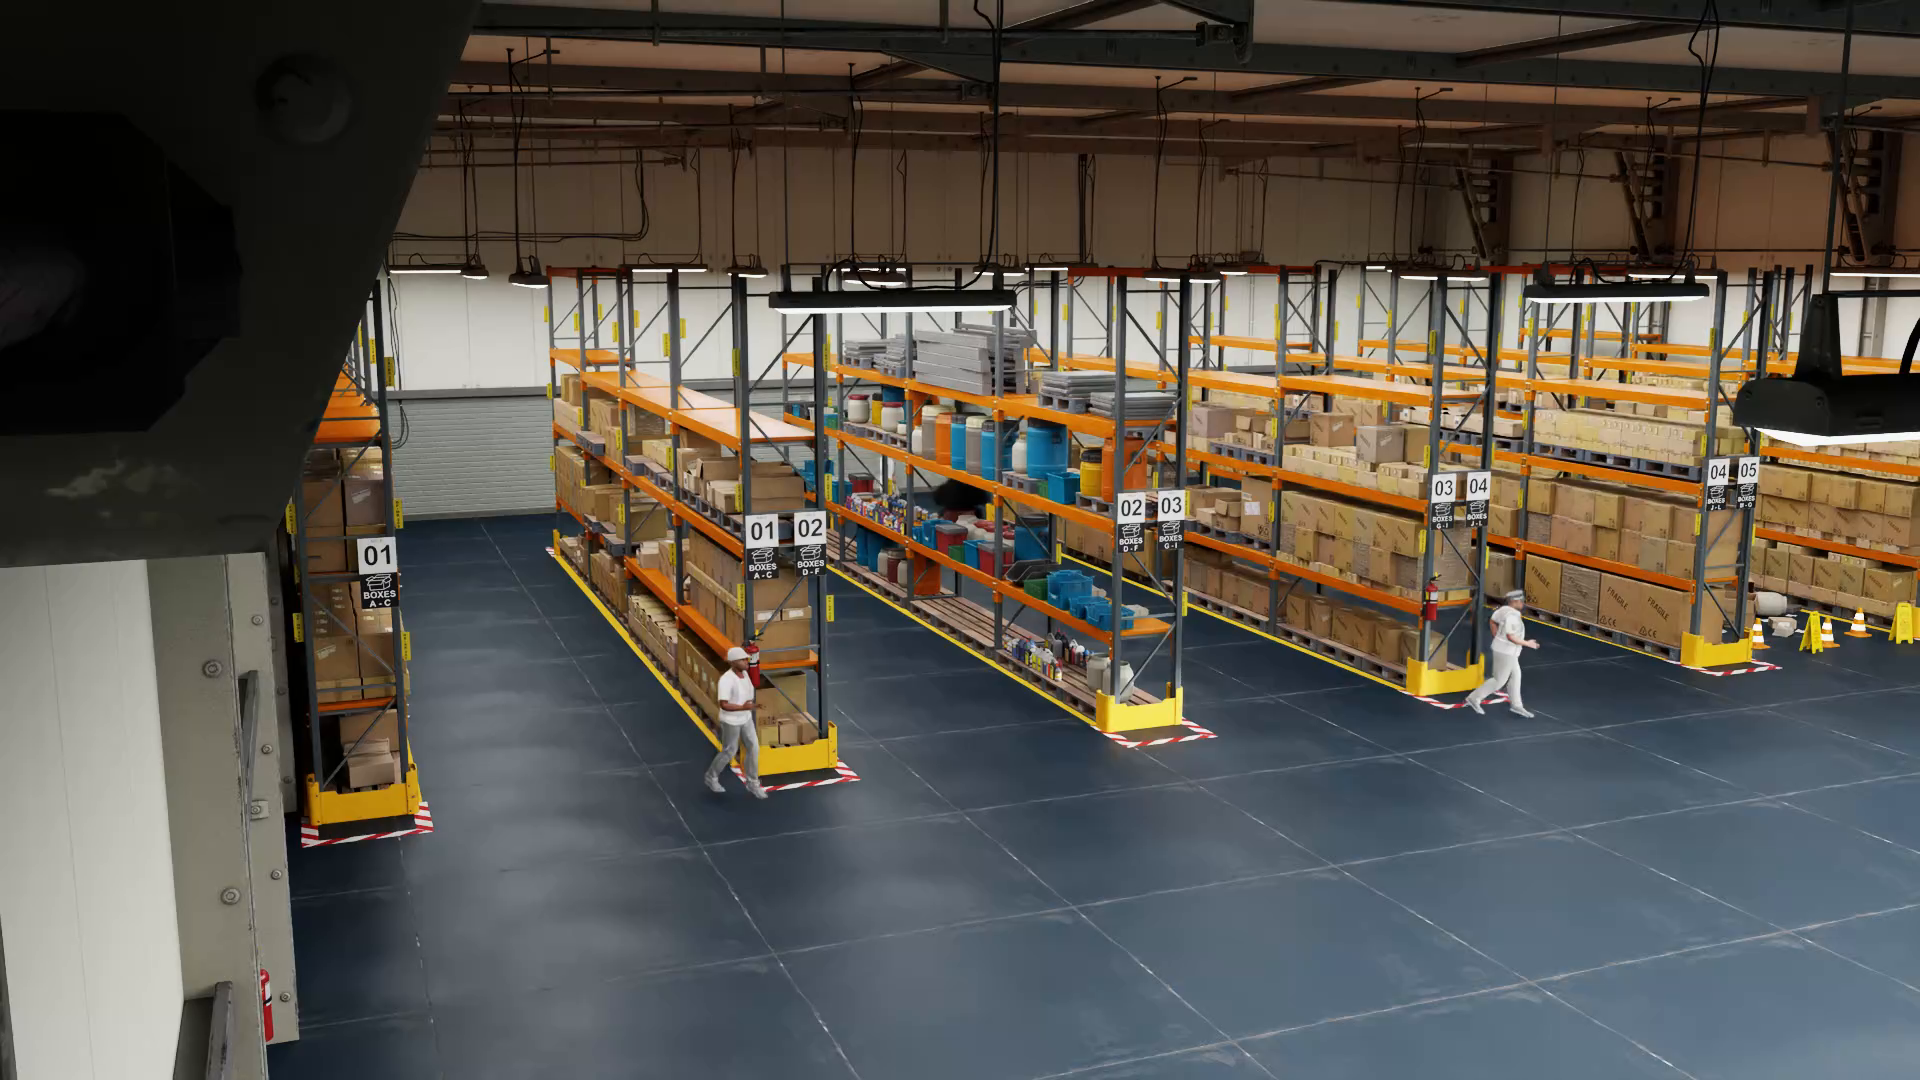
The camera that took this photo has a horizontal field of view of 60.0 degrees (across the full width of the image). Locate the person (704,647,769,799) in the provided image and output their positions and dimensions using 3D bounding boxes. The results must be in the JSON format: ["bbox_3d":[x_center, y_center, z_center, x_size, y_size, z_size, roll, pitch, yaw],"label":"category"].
[{"bbox_3d":[-2.623,2.133,19.361,0.782,1.830,0.714,4,11,23],"label":"person"}]

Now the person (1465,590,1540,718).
[{"bbox_3d":[7.394,1.554,22.675,0.934,1.792,0.620,2,10,10],"label":"person"}]

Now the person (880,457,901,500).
[{"bbox_3d":[-1.737,-1.341,39.440,0.791,1.782,0.921,0,10,1],"label":"person"}]

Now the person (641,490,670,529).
[{"bbox_3d":[-6.554,-0.681,35.629,0.598,1.708,0.669,8,13,39],"label":"person"}]
